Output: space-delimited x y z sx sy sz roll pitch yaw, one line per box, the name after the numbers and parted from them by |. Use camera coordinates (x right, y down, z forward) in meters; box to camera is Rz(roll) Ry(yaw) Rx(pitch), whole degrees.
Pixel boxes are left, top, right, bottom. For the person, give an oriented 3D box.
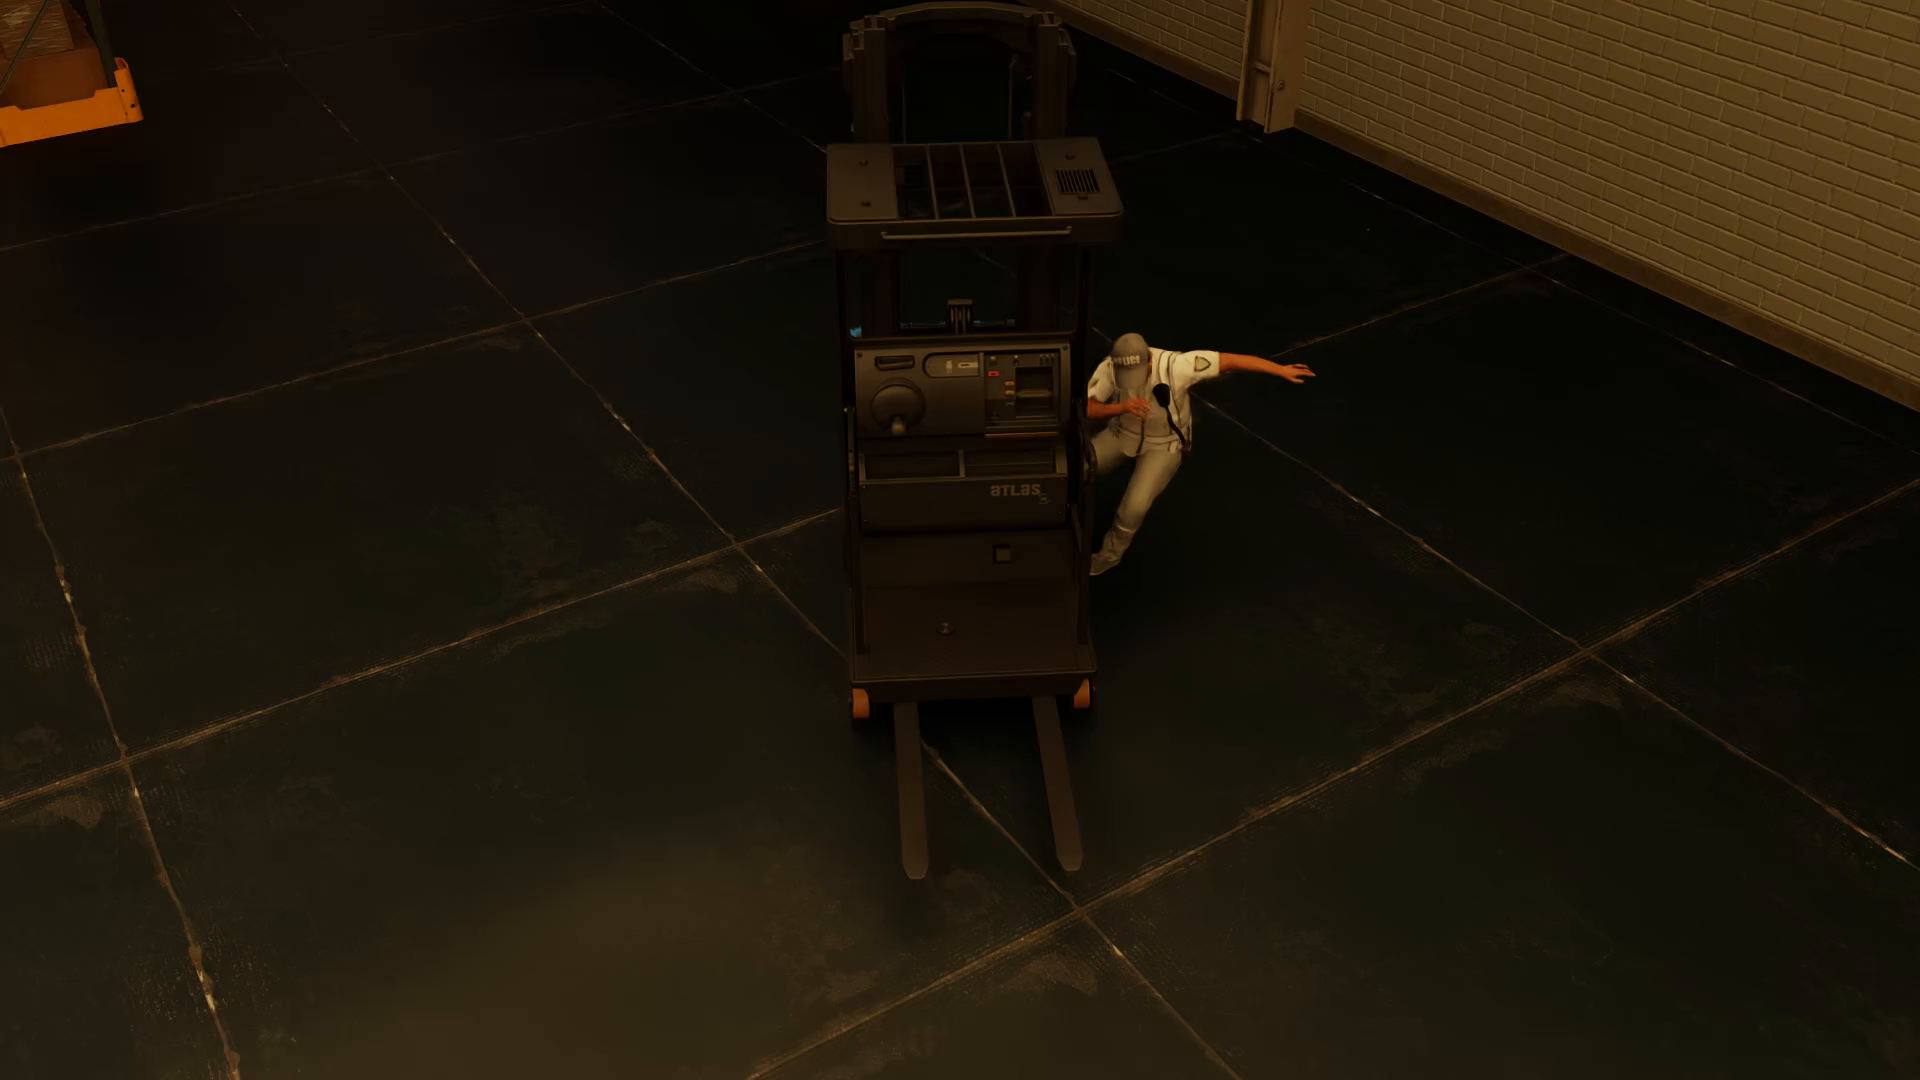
0.974 -0.416 8.162 1.330 1.352 0.717 14 37 19 | person

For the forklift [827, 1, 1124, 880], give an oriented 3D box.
0.031 -0.585 6.980 1.130 2.935 3.031 -2 35 -3 | forklift
